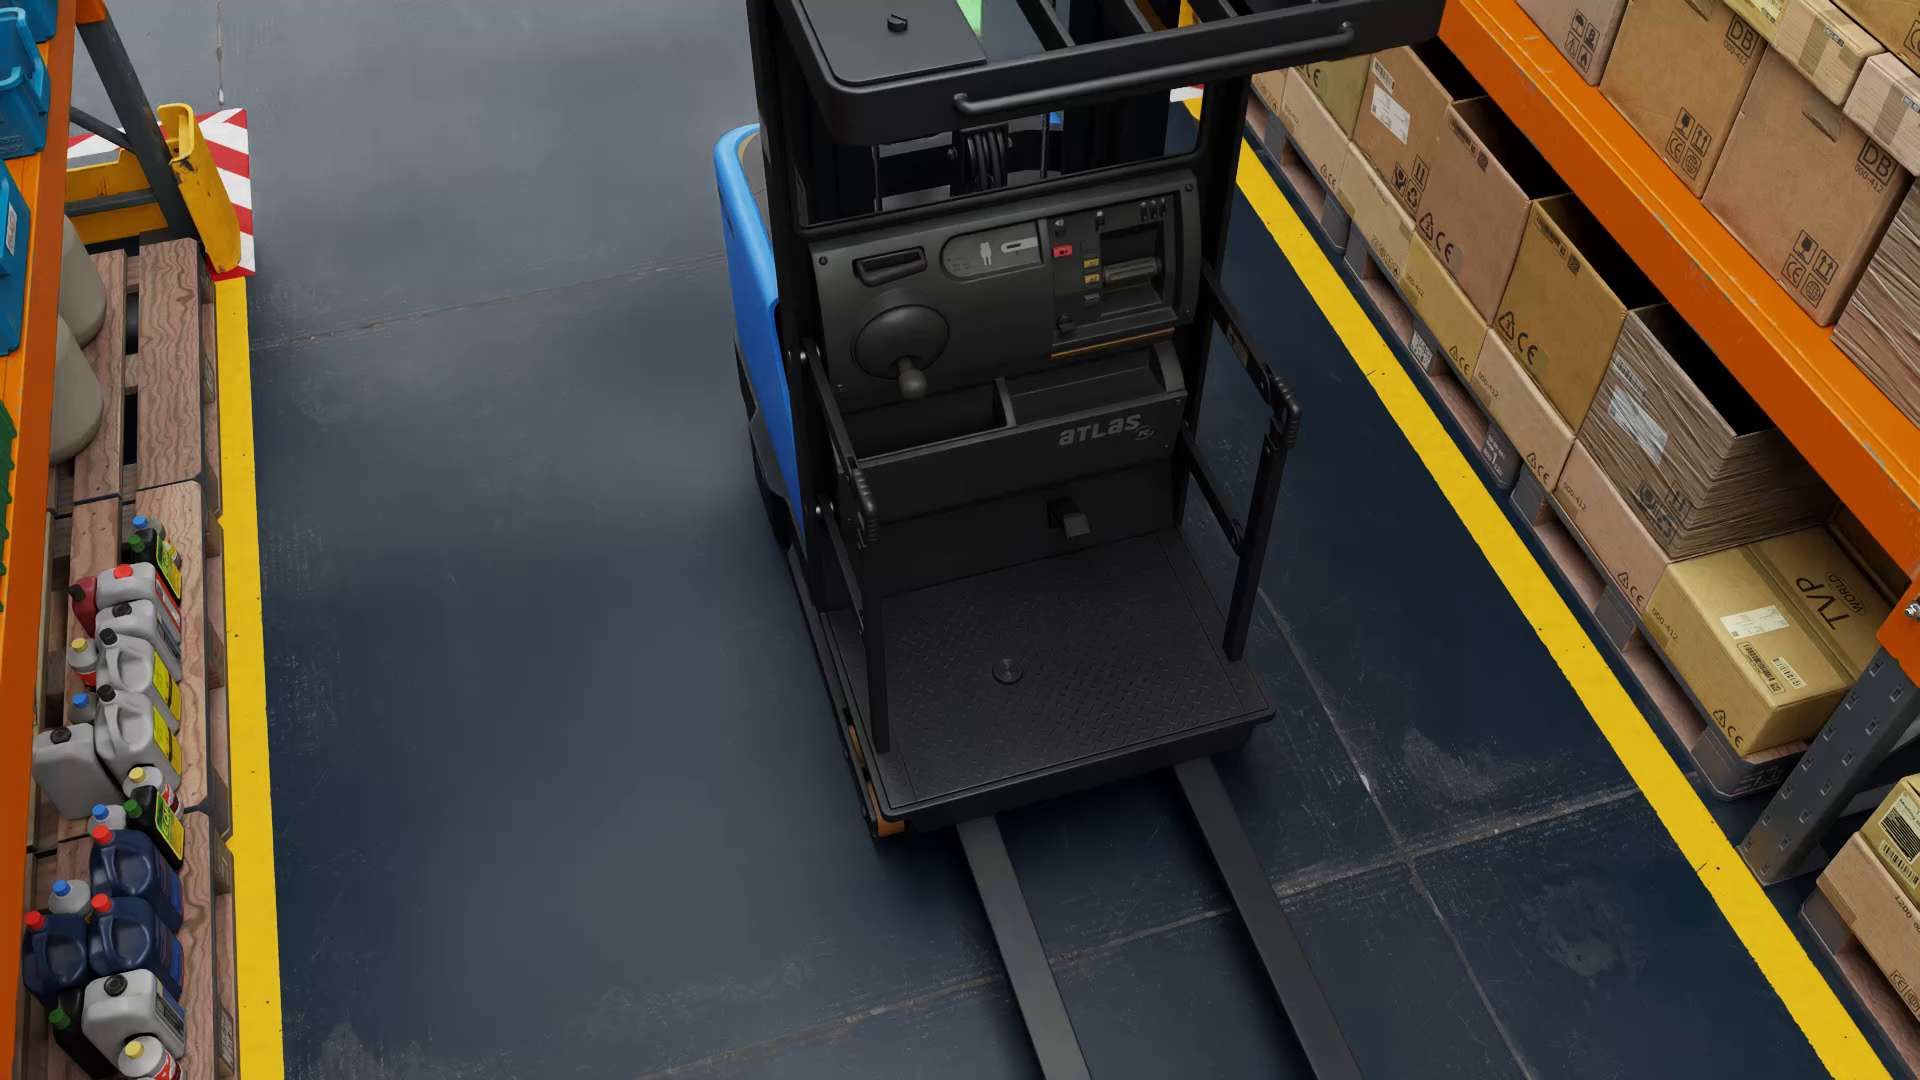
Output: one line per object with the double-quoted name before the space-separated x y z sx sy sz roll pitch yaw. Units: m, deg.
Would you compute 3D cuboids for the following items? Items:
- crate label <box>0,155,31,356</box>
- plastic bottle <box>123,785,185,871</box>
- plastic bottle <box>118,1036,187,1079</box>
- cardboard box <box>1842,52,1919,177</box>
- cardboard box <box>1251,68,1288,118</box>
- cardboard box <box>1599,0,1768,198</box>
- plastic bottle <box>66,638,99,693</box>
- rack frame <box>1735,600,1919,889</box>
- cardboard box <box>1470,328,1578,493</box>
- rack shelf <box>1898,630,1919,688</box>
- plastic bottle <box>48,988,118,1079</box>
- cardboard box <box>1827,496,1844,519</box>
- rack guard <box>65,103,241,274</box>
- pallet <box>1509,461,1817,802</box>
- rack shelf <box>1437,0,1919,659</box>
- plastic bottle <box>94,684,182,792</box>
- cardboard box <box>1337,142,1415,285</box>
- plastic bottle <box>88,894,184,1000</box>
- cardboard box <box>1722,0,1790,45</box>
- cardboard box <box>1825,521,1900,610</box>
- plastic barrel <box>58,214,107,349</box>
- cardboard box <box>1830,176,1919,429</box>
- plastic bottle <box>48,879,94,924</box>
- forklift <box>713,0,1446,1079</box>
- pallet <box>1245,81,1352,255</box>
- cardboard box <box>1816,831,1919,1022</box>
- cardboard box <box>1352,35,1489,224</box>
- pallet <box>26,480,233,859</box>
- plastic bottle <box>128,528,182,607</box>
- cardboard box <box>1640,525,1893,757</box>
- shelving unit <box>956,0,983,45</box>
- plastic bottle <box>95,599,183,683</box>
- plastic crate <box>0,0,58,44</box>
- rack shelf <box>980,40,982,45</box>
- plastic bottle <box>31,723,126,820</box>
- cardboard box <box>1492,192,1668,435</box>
"crate label" -2.503 -0.723 3.874 0.502 0.435 0.616 -13 51 -11
"plastic bottle" -2.030 0.710 4.179 0.061 0.283 0.133 -11 51 -9
"plastic bottle" -1.859 1.207 3.813 0.097 0.201 0.097 0 50 0
"cardboard box" 2.174 -0.953 3.602 0.380 0.149 0.250 -15 51 -12
"cardboard box" 1.373 -1.919 6.429 0.500 0.250 0.500 -13 51 -11
"cardboard box" 2.166 -1.296 4.315 0.700 0.500 0.500 -13 51 -10
"plastic bottle" -2.368 0.341 4.543 0.097 0.201 0.097 0 50 0
"rack frame" 2.610 -0.190 3.448 1.000 3.000 0.127 -13 51 -11
"cardboard box" 1.964 -0.458 5.198 0.500 0.250 0.500 -13 51 -11
"rack shelf" 3.201 1.502 2.492 1.077 0.370 4.000 -13 51 -11
"plastic bottle" -2.022 1.123 3.830 0.061 0.283 0.133 -13 51 -11
"cardboard box" 2.617 -0.454 4.704 0.500 0.500 0.500 -13 51 -11
"rack guard" -3.238 -1.144 5.887 1.175 0.500 0.348 -13 51 -11
"pallet" 2.415 0.118 5.012 1.003 0.211 1.213 -13 51 -11
"rack shelf" 2.018 -1.419 4.955 1.077 0.370 4.000 -13 51 -11
"plastic bottle" -2.147 0.507 4.305 0.144 0.351 0.185 -14 51 -11
"cardboard box" 1.672 -1.189 5.814 0.500 0.250 0.500 -13 51 -11
"plastic bottle" -1.965 0.956 3.927 0.144 0.351 0.185 -12 51 -10
"cardboard box" 2.026 -1.325 3.916 0.380 0.149 0.250 -14 51 -11
"cardboard box" 2.762 0.153 4.682 0.500 0.250 0.500 -13 51 -11
"plastic barrel" -3.038 -0.864 5.369 0.421 0.512 0.421 0 50 0
"cardboard box" 2.473 -0.545 3.682 0.700 0.500 0.500 -15 51 -12
"plastic bottle" -2.123 0.903 4.024 0.097 0.271 0.097 0 50 0
"forklift" 0.187 -0.485 3.742 1.130 2.935 3.031 -13 51 -11
"pallet" 1.693 -1.664 6.514 1.003 0.211 1.213 -13 51 -11
"cardboard box" 2.493 0.911 4.044 0.500 0.250 0.500 -14 51 -12
"cardboard box" 1.683 -1.433 5.530 0.500 0.500 0.500 -13 51 -11
"pallet" -2.646 0.433 4.747 1.003 0.211 1.213 -13 51 -11
"plastic bottle" -2.292 0.063 4.724 0.061 0.283 0.133 -12 51 -10
"cardboard box" 2.264 0.271 4.583 0.500 0.250 0.500 -13 51 -11
"shelving unit" -0.056 -1.325 5.582 0.258 1.200 0.503 1 50 1
"plastic bottle" -2.255 0.276 4.550 0.152 0.276 0.135 -15 51 -12
"plastic crate" -2.872 -1.649 4.775 0.499 0.251 0.616 -13 51 -11
"rack shelf" -0.056 -1.439 5.448 0.258 0.148 0.480 1 50 1
"plastic bottle" -2.281 0.583 4.290 0.152 0.276 0.135 -13 51 -11
"cardboard box" 1.976 -0.702 4.914 0.500 0.500 0.500 -13 51 -11
